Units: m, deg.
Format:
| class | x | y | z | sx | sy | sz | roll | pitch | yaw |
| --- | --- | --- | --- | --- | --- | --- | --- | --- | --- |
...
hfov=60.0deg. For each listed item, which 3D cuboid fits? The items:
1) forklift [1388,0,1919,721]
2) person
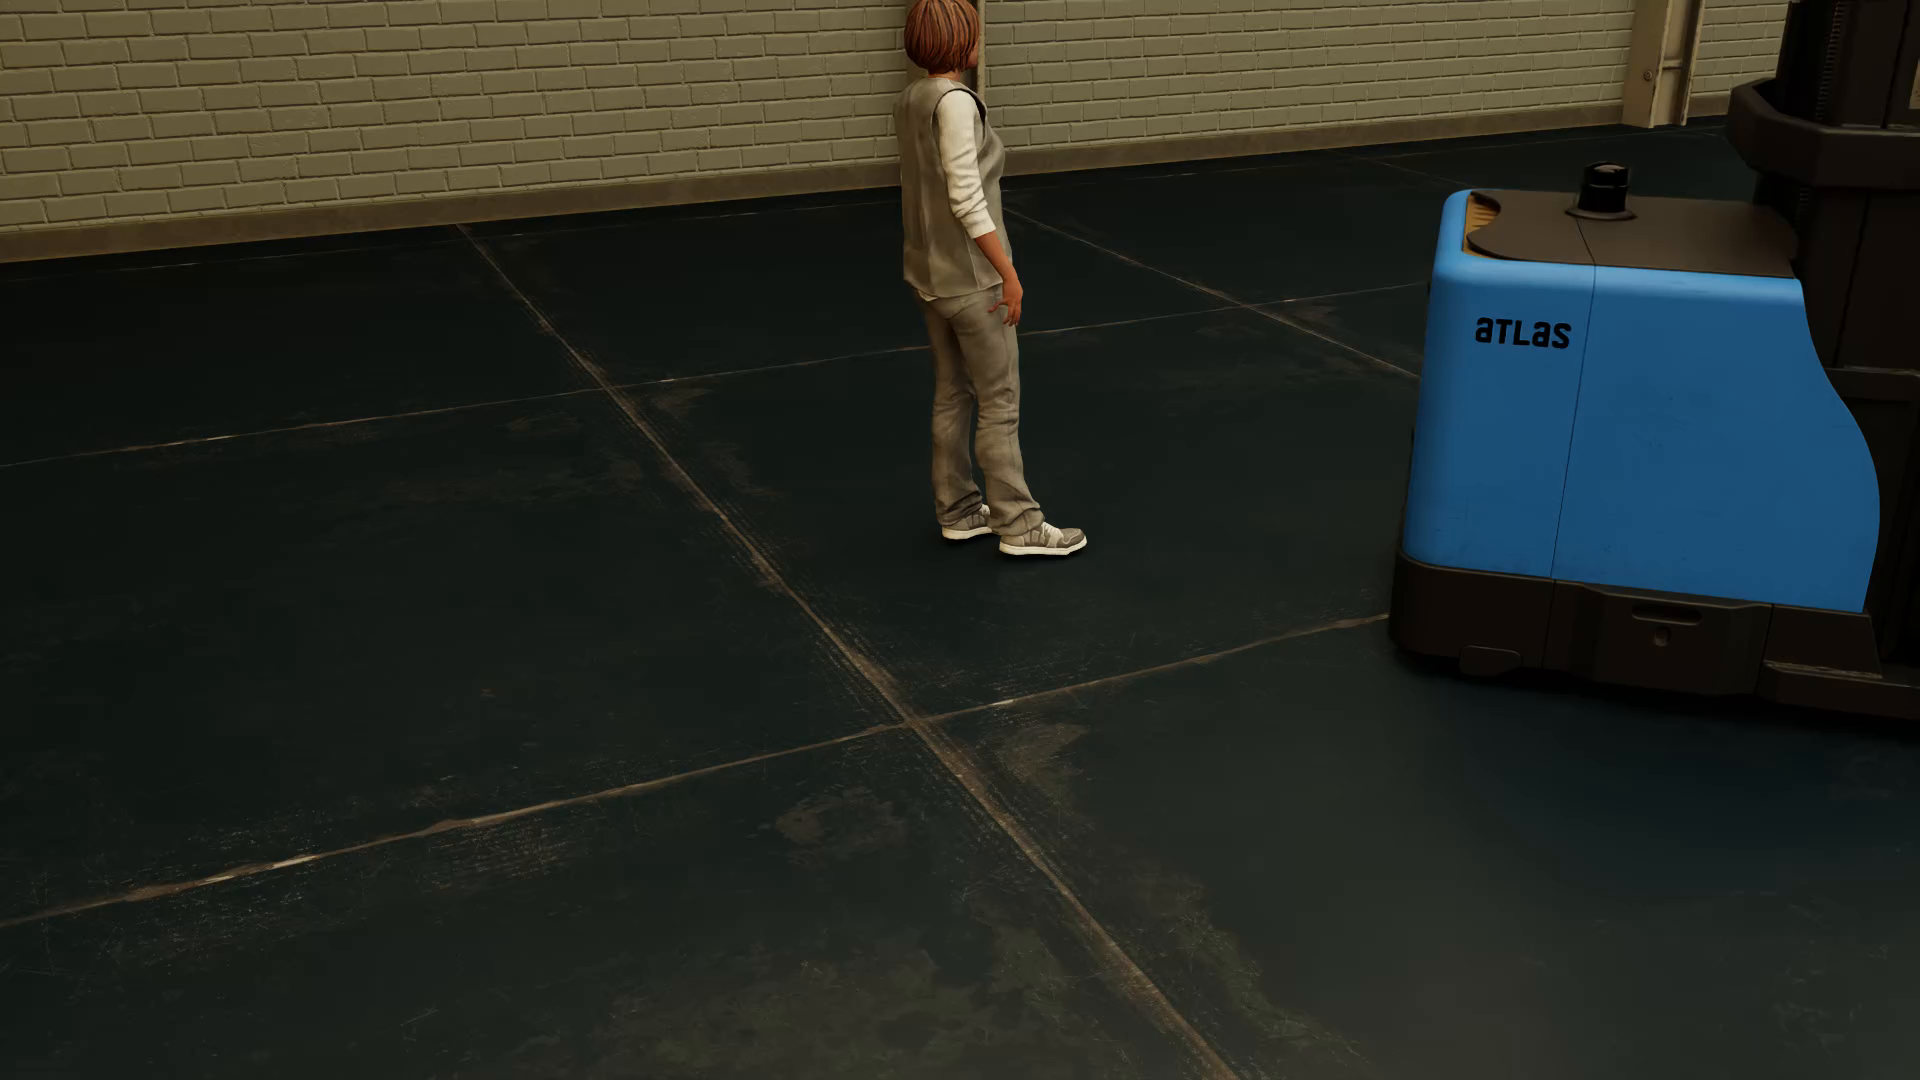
| class | x | y | z | sx | sy | sz | roll | pitch | yaw |
| --- | --- | --- | --- | --- | --- | --- | --- | --- | --- |
| forklift | 2.688 | -1.032 | 3.771 | 3.031 | 2.935 | 1.130 | 7 | 23 | 15 |
| person | 0.073 | -0.752 | 4.814 | 0.474 | 1.598 | 0.519 | -10 | 25 | -23 |
